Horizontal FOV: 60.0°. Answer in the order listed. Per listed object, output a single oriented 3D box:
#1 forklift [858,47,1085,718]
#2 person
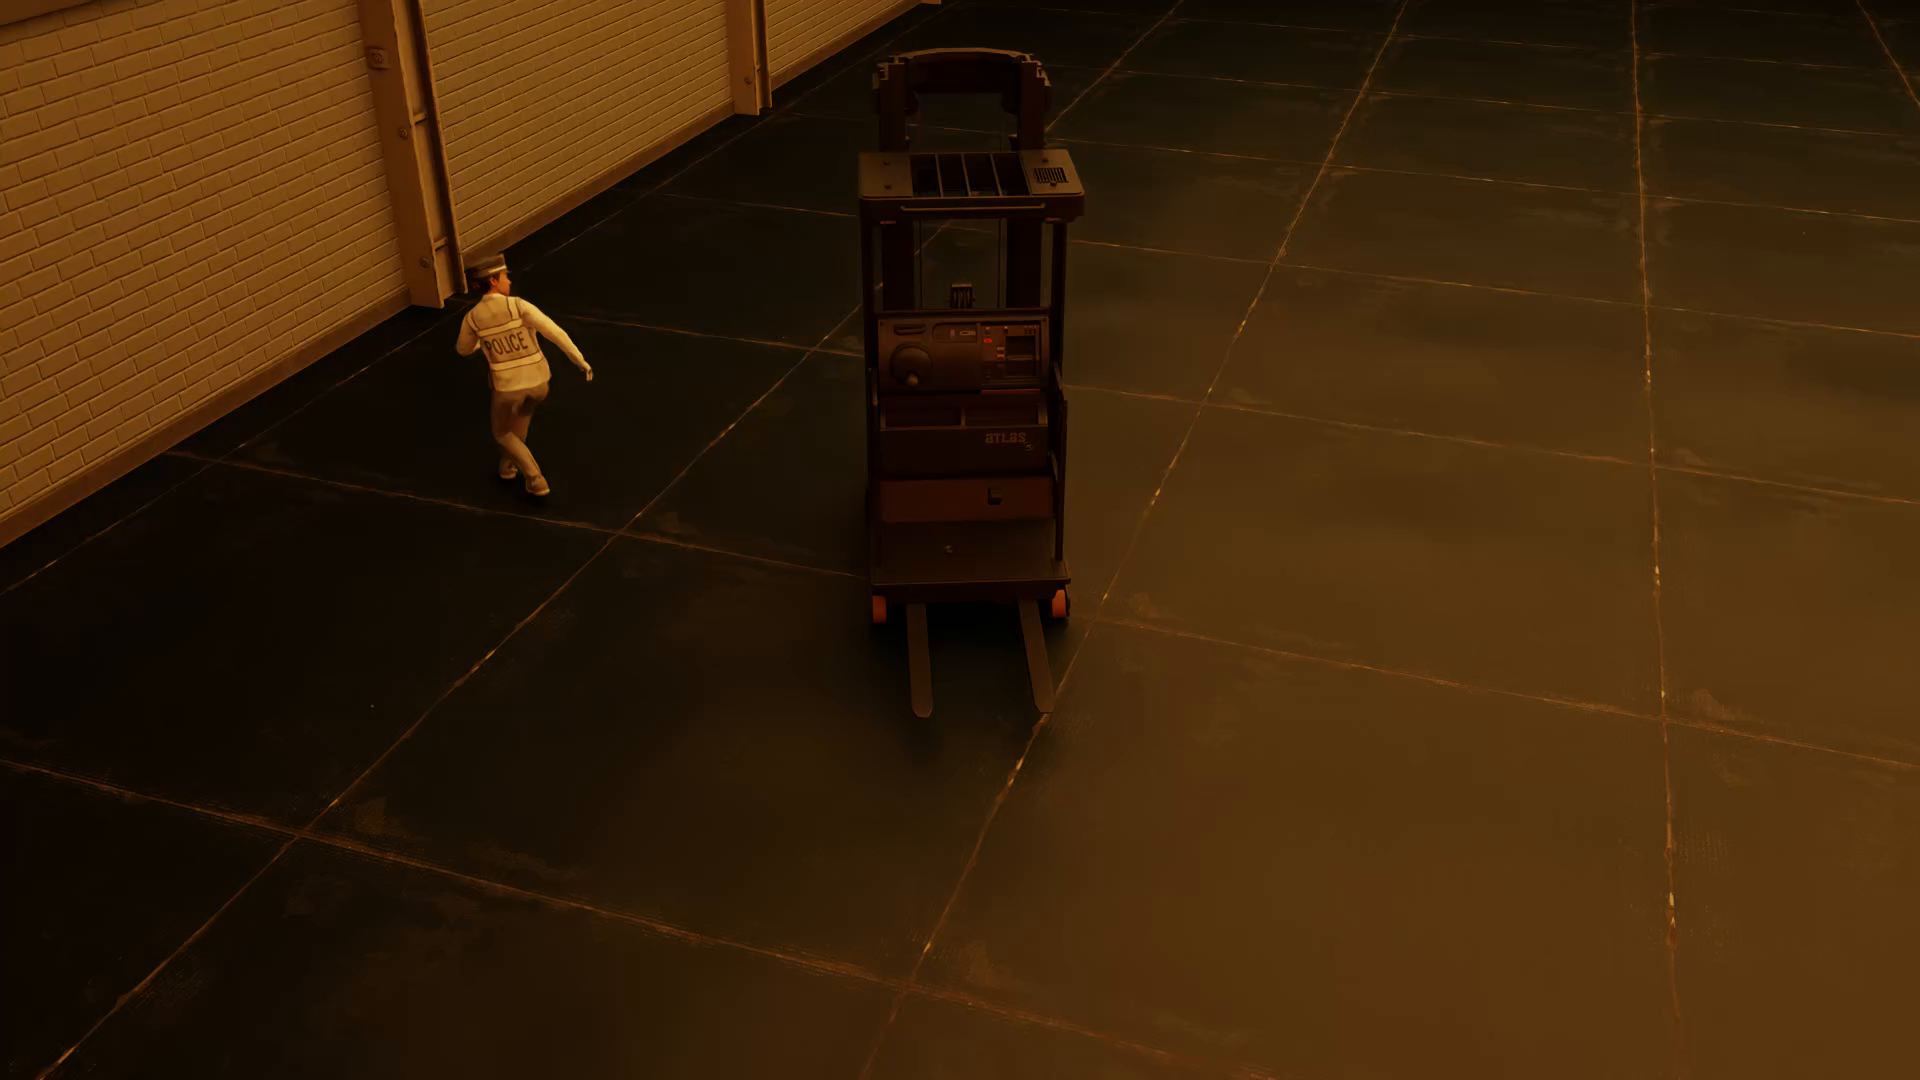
[{"bbox_3d":[0.035,-0.972,8.842,1.130,2.935,3.031,-2,30,-3],"label":"forklift"},{"bbox_3d":[-2.727,-1.055,10.411,0.773,1.562,0.780,-12,32,-19],"label":"person"}]
